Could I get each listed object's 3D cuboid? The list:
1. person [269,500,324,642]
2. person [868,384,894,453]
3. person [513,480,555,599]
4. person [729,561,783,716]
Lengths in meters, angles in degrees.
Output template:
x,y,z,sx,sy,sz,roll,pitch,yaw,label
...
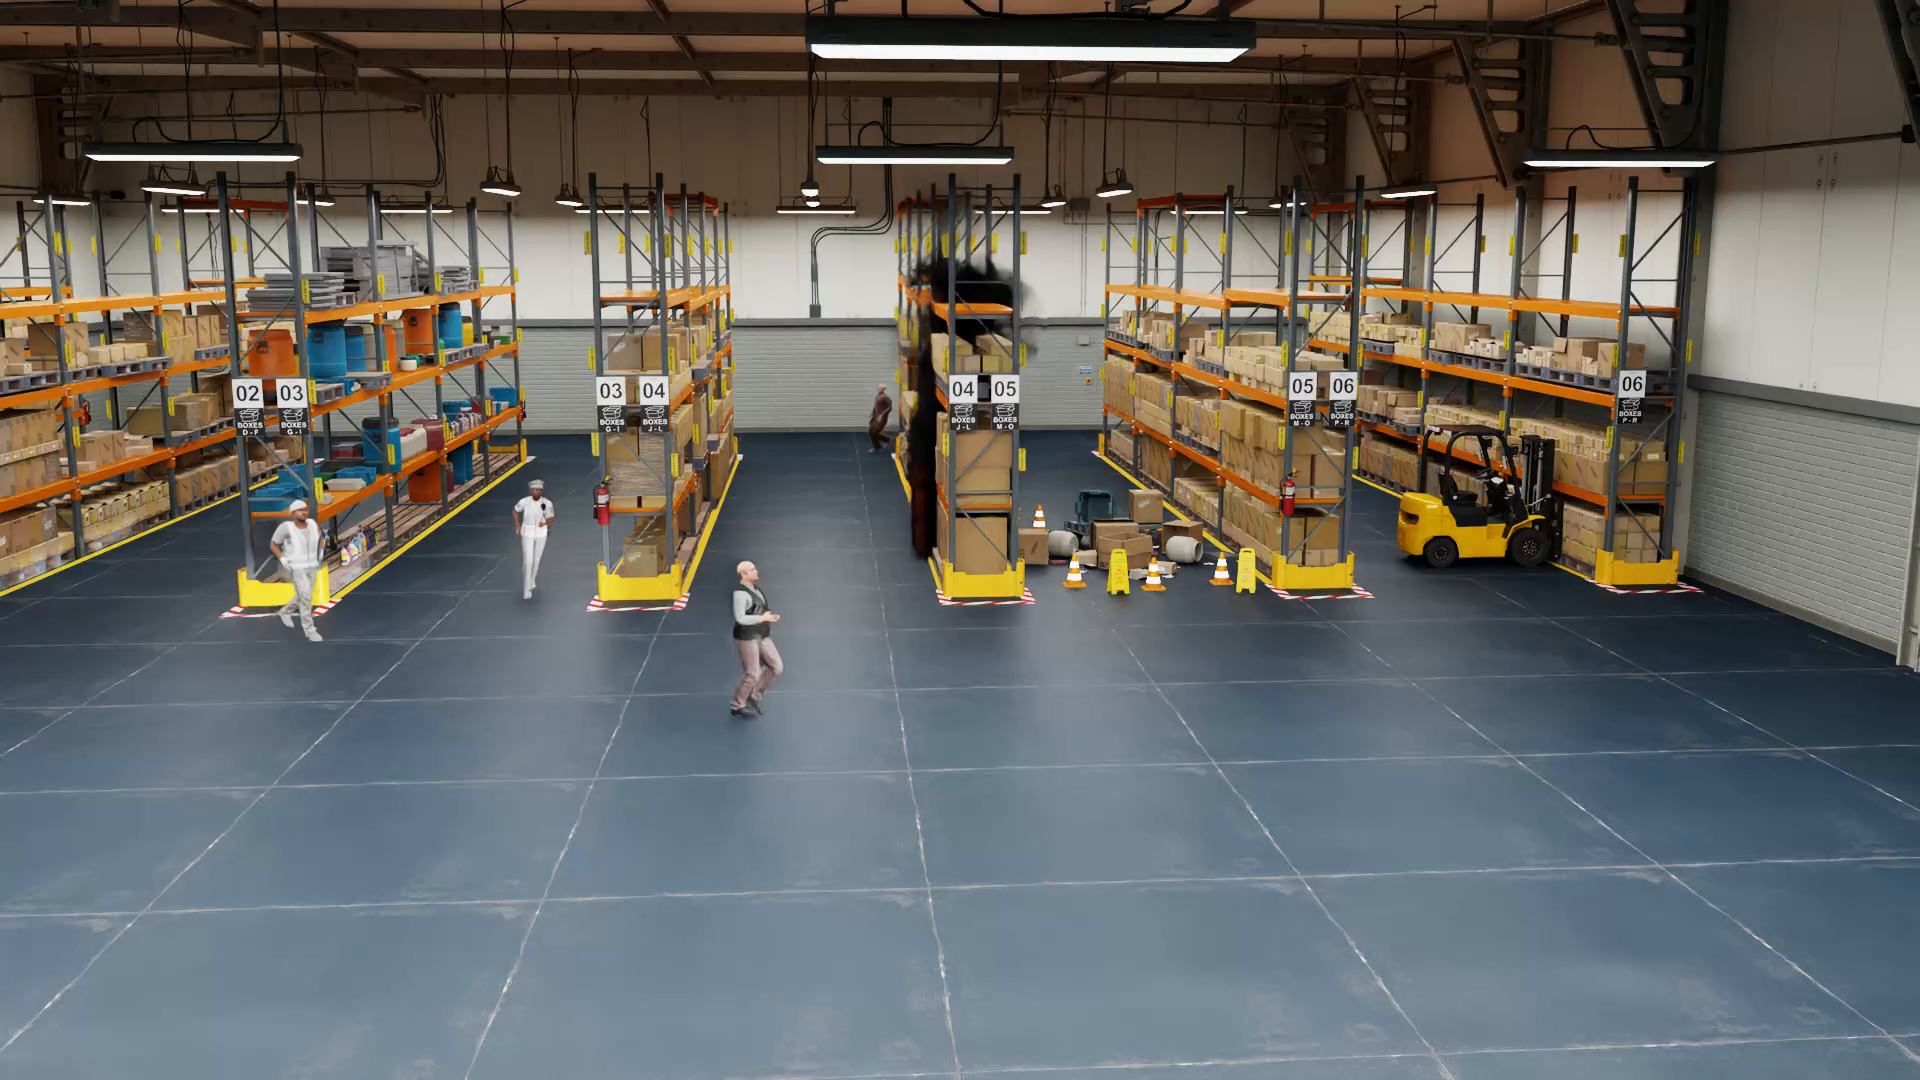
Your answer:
x,y,z,sx,sy,sz,roll,pitch,yaw,label
-8.515,0.364,21.467,0.887,1.800,0.692,6,12,32,person
-1.904,-2.966,40.634,0.598,1.722,0.759,-5,11,-25,person
-6.176,-0.027,24.178,0.570,1.744,0.771,-4,11,-22,person
-2.169,1.072,17.750,0.647,1.714,0.642,3,11,17,person
